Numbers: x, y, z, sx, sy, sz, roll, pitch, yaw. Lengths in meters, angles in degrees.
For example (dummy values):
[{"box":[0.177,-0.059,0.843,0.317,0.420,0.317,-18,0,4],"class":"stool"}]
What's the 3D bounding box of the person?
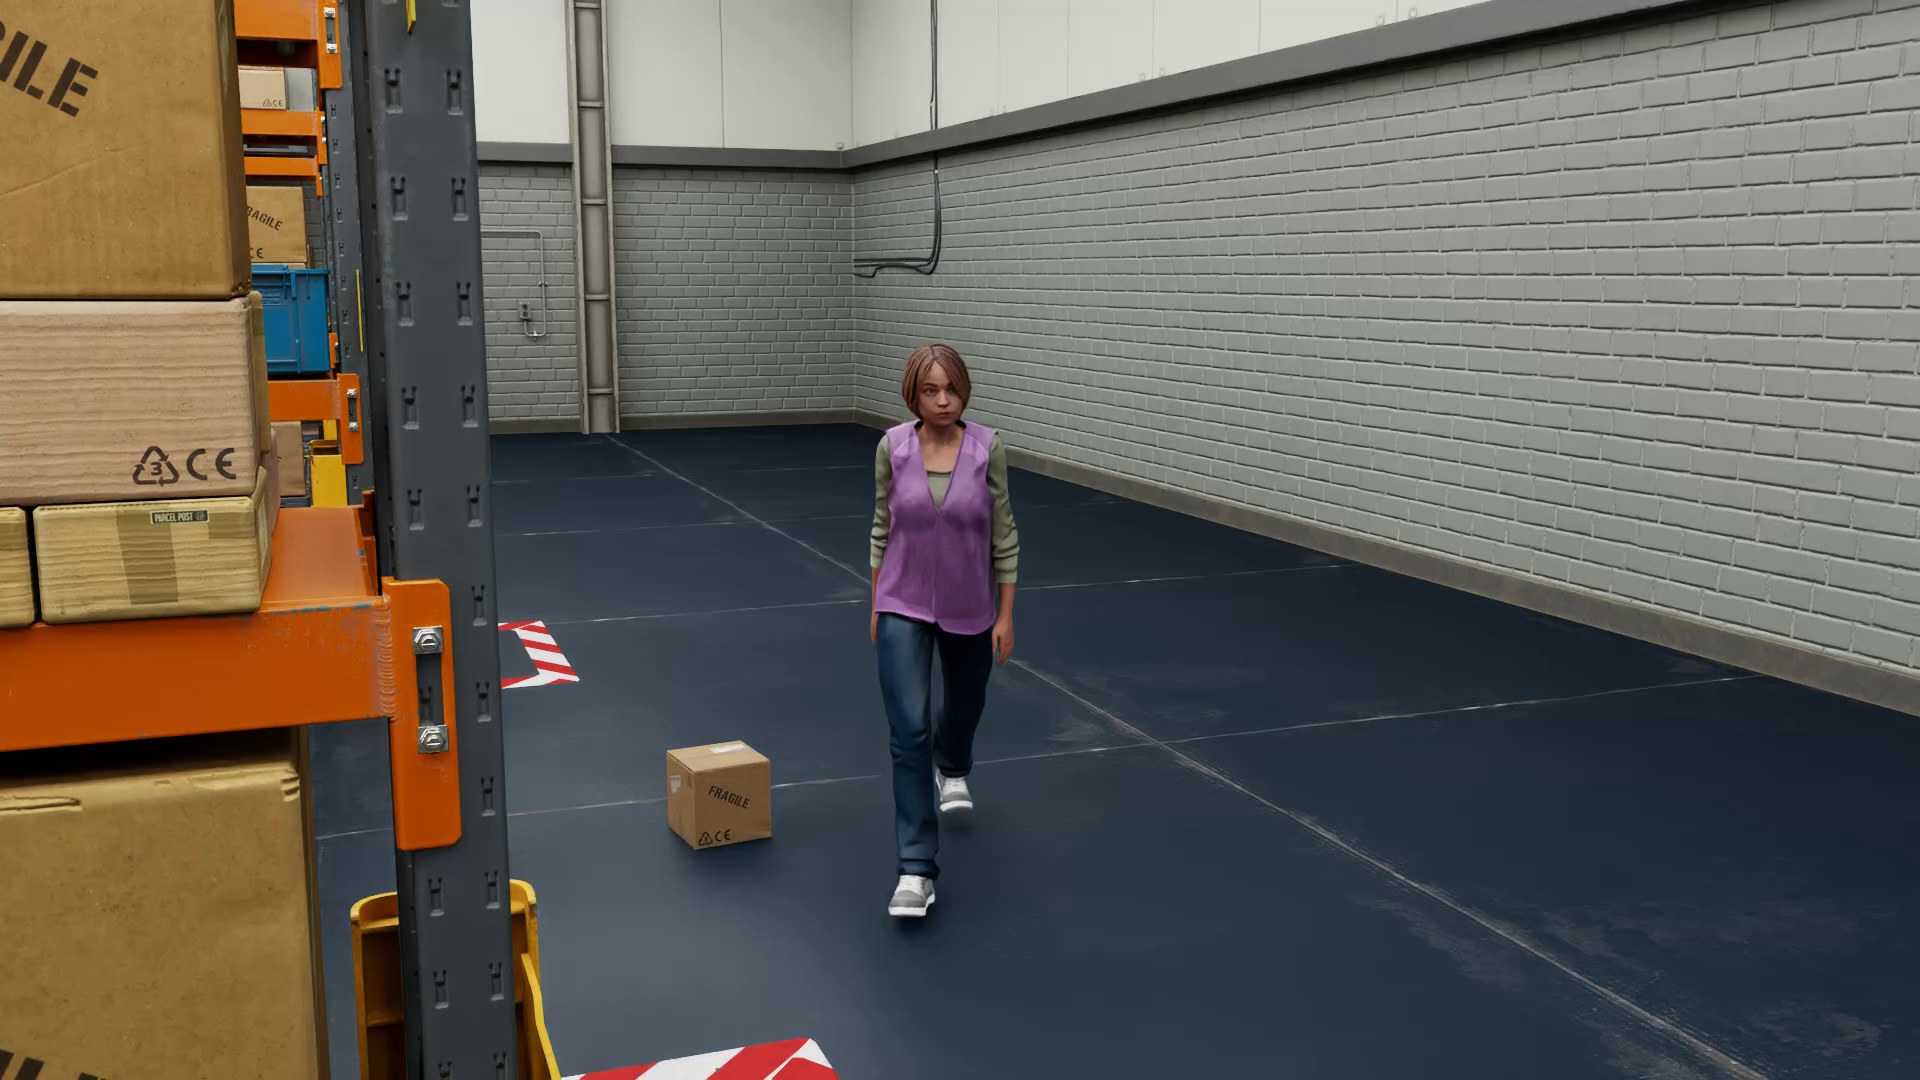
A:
[{"box":[-0.046,0.198,4.763,0.420,1.531,1.006,-1,9,-5],"class":"person"}]
